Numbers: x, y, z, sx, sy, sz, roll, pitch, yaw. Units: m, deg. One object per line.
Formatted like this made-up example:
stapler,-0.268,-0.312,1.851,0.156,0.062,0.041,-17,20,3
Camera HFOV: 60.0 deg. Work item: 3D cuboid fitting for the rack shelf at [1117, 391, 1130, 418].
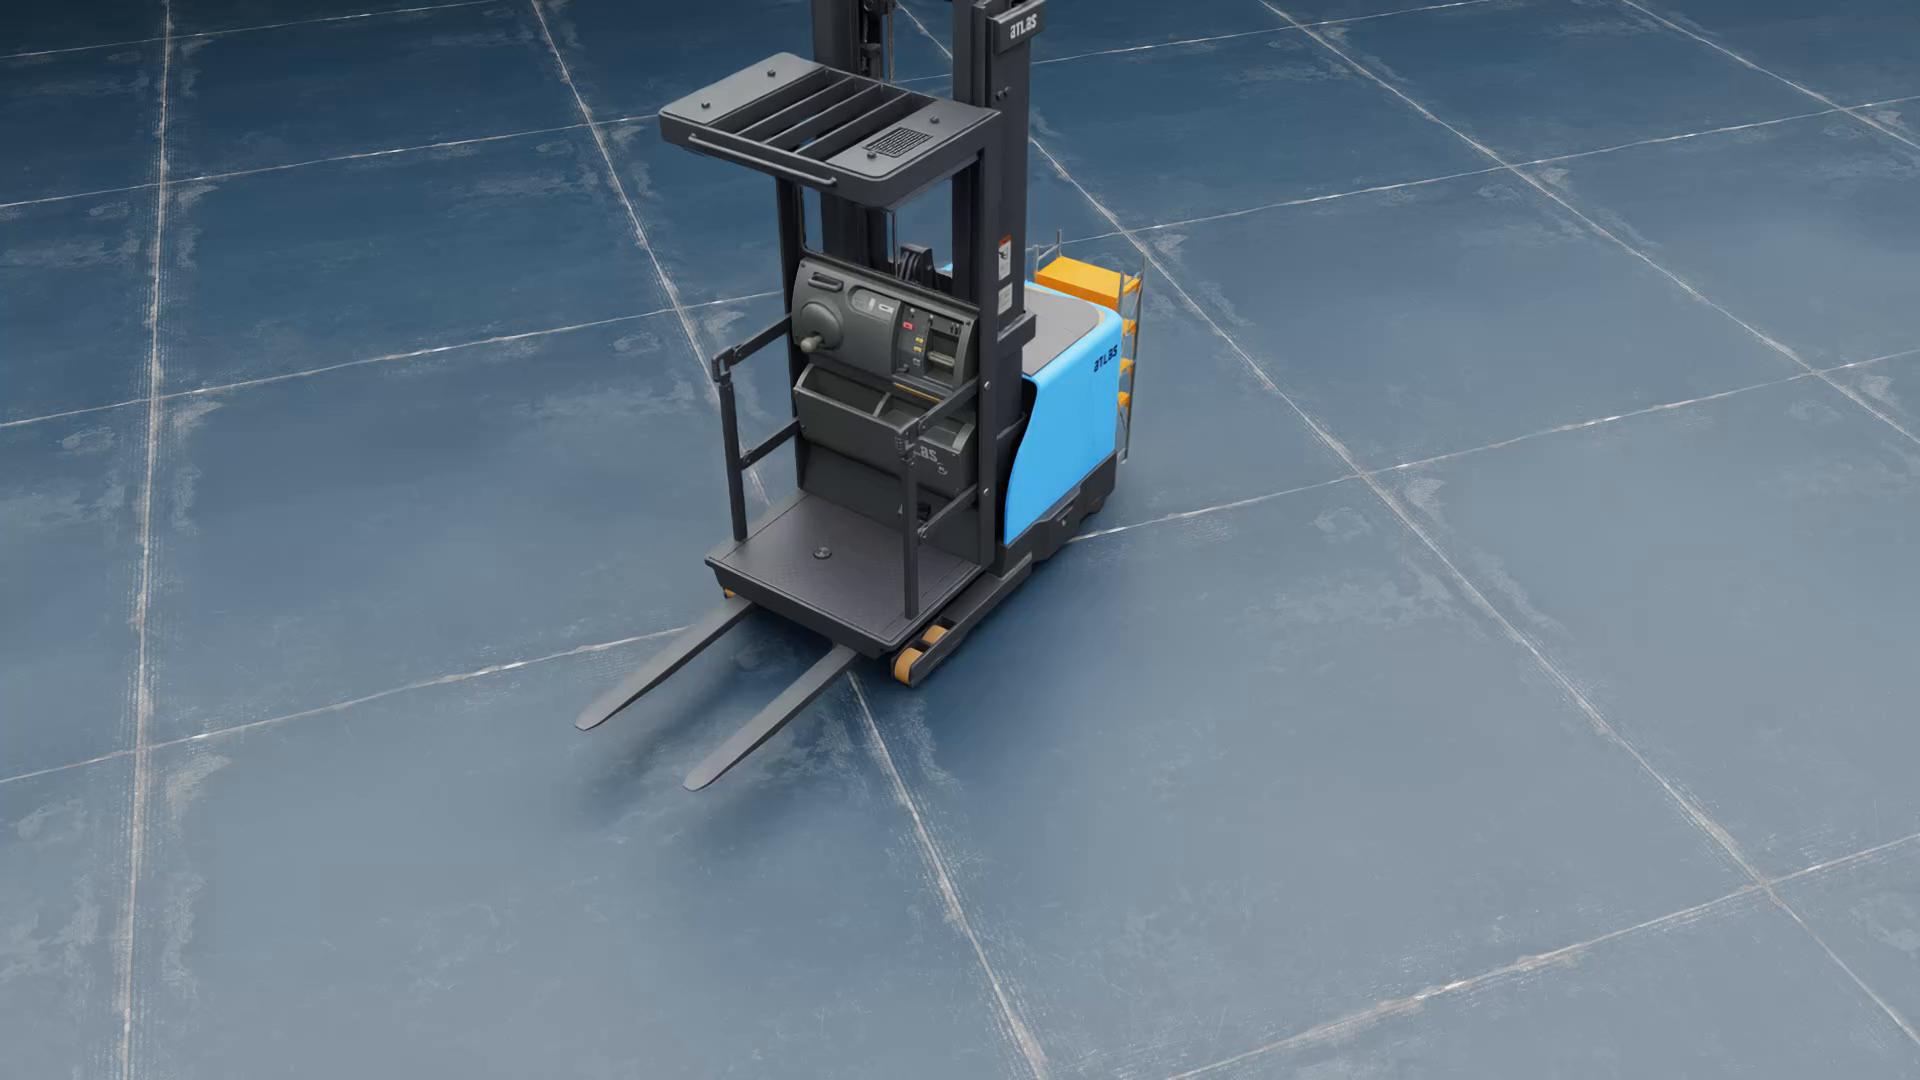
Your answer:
rack shelf,0.627,-0.725,8.709,0.480,0.148,0.258,22,40,26

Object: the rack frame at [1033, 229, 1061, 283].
rack frame,0.429,-1.023,8.663,0.015,1.200,0.240,22,40,26

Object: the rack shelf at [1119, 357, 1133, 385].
rack shelf,0.631,-0.887,8.594,0.480,0.148,0.258,22,40,26

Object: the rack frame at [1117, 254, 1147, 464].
rack frame,0.835,-0.860,8.448,0.015,1.200,0.240,22,40,26

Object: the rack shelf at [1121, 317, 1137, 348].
rack shelf,0.635,-1.069,8.465,0.480,0.148,0.258,22,40,26

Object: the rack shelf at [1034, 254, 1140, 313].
rack shelf,0.639,-1.262,8.328,0.480,0.148,0.258,22,40,26

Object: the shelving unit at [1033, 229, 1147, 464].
shelving unit,0.632,-0.941,8.555,0.503,1.200,0.258,22,40,26

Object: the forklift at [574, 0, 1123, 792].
forklift,-0.461,-0.852,7.005,1.130,2.935,3.031,23,43,27
